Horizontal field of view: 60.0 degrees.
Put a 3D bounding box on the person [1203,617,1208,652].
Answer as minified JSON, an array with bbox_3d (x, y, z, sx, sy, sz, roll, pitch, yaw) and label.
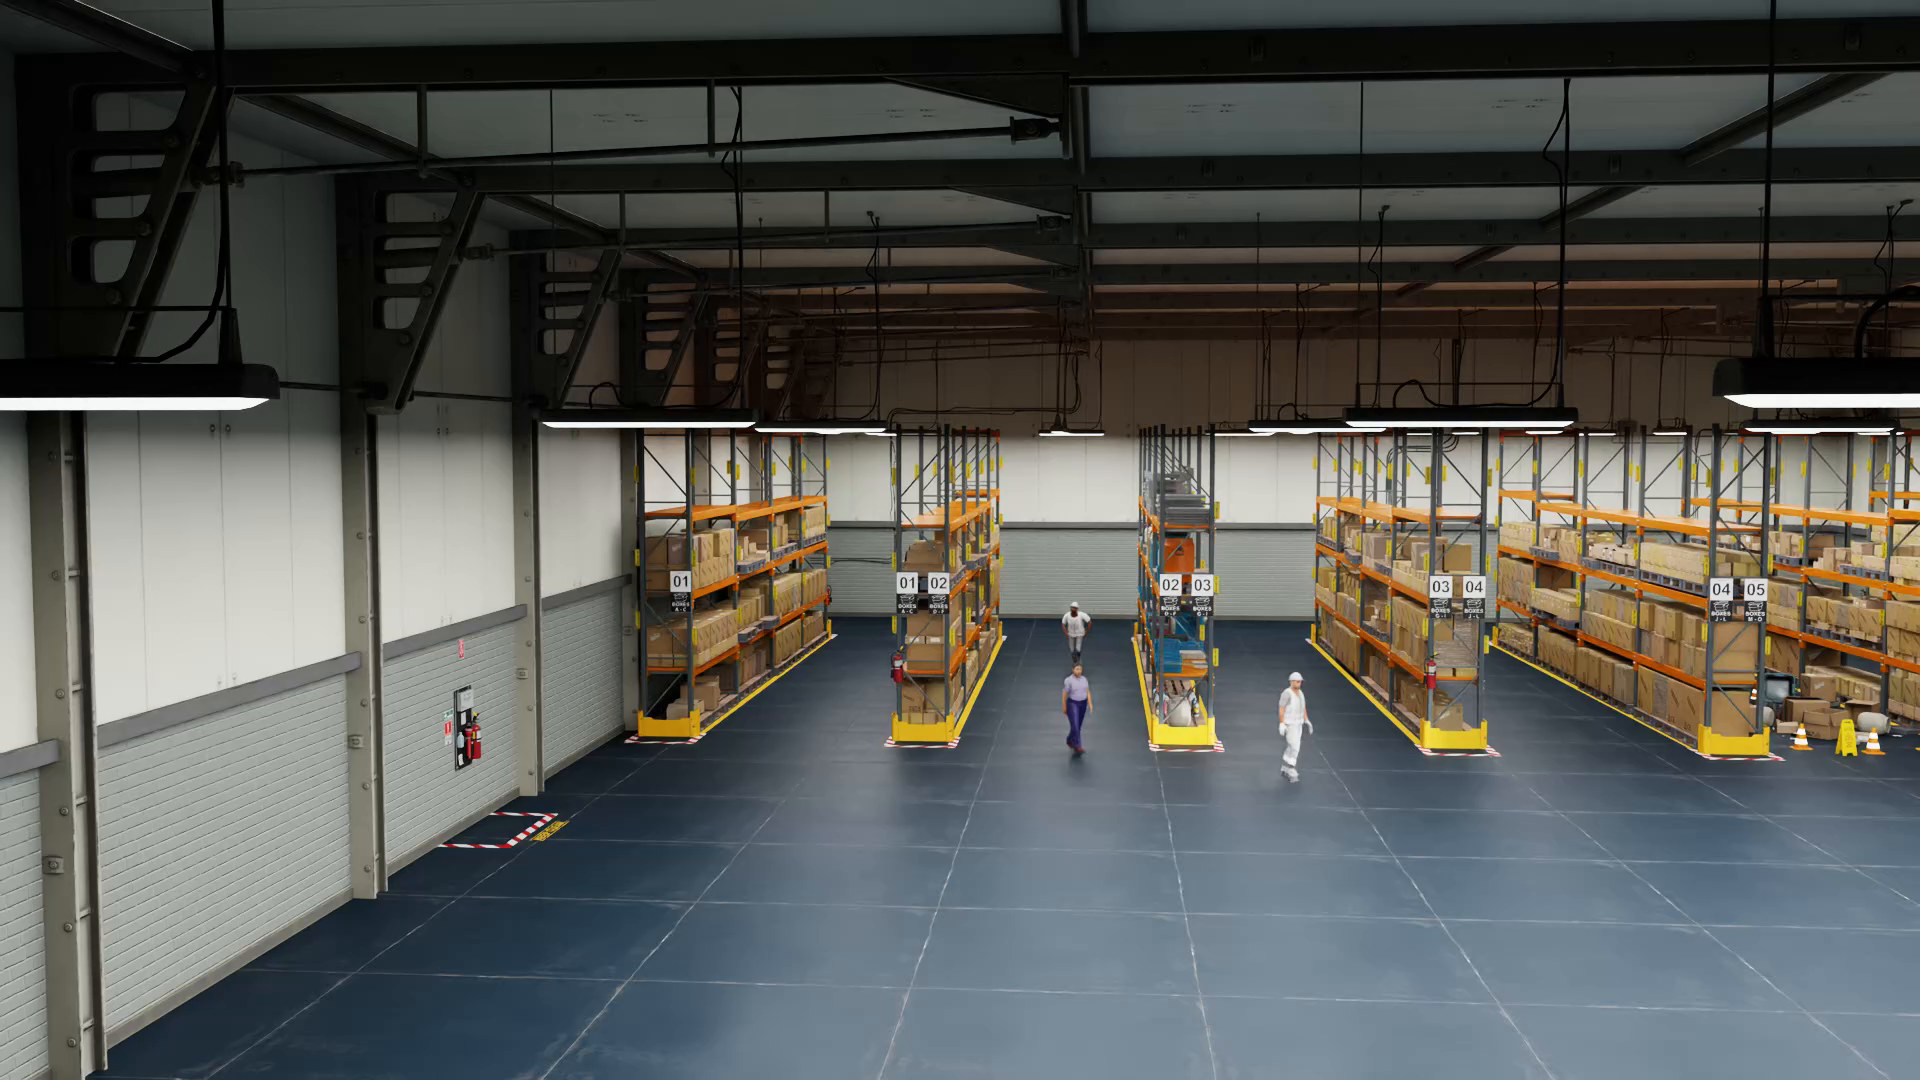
[{"bbox_3d":[6.507,2.171,44.720,0.425,1.620,1.062,-1,4,-16],"label":"person"}]

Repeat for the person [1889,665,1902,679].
[{"bbox_3d":[21.182,2.555,37.550,0.614,1.775,0.610,0,3,6],"label":"person"}]

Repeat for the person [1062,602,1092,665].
[{"bbox_3d":[2.906,2.367,41.404,0.751,1.675,0.678,1,4,13],"label":"person"}]

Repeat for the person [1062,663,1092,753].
[{"bbox_3d":[2.160,3.052,30.423,0.528,1.603,0.919,-2,4,-33],"label":"person"}]

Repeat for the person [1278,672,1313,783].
[{"bbox_3d":[5.612,3.160,27.948,0.510,1.875,0.555,3,5,42],"label":"person"}]
